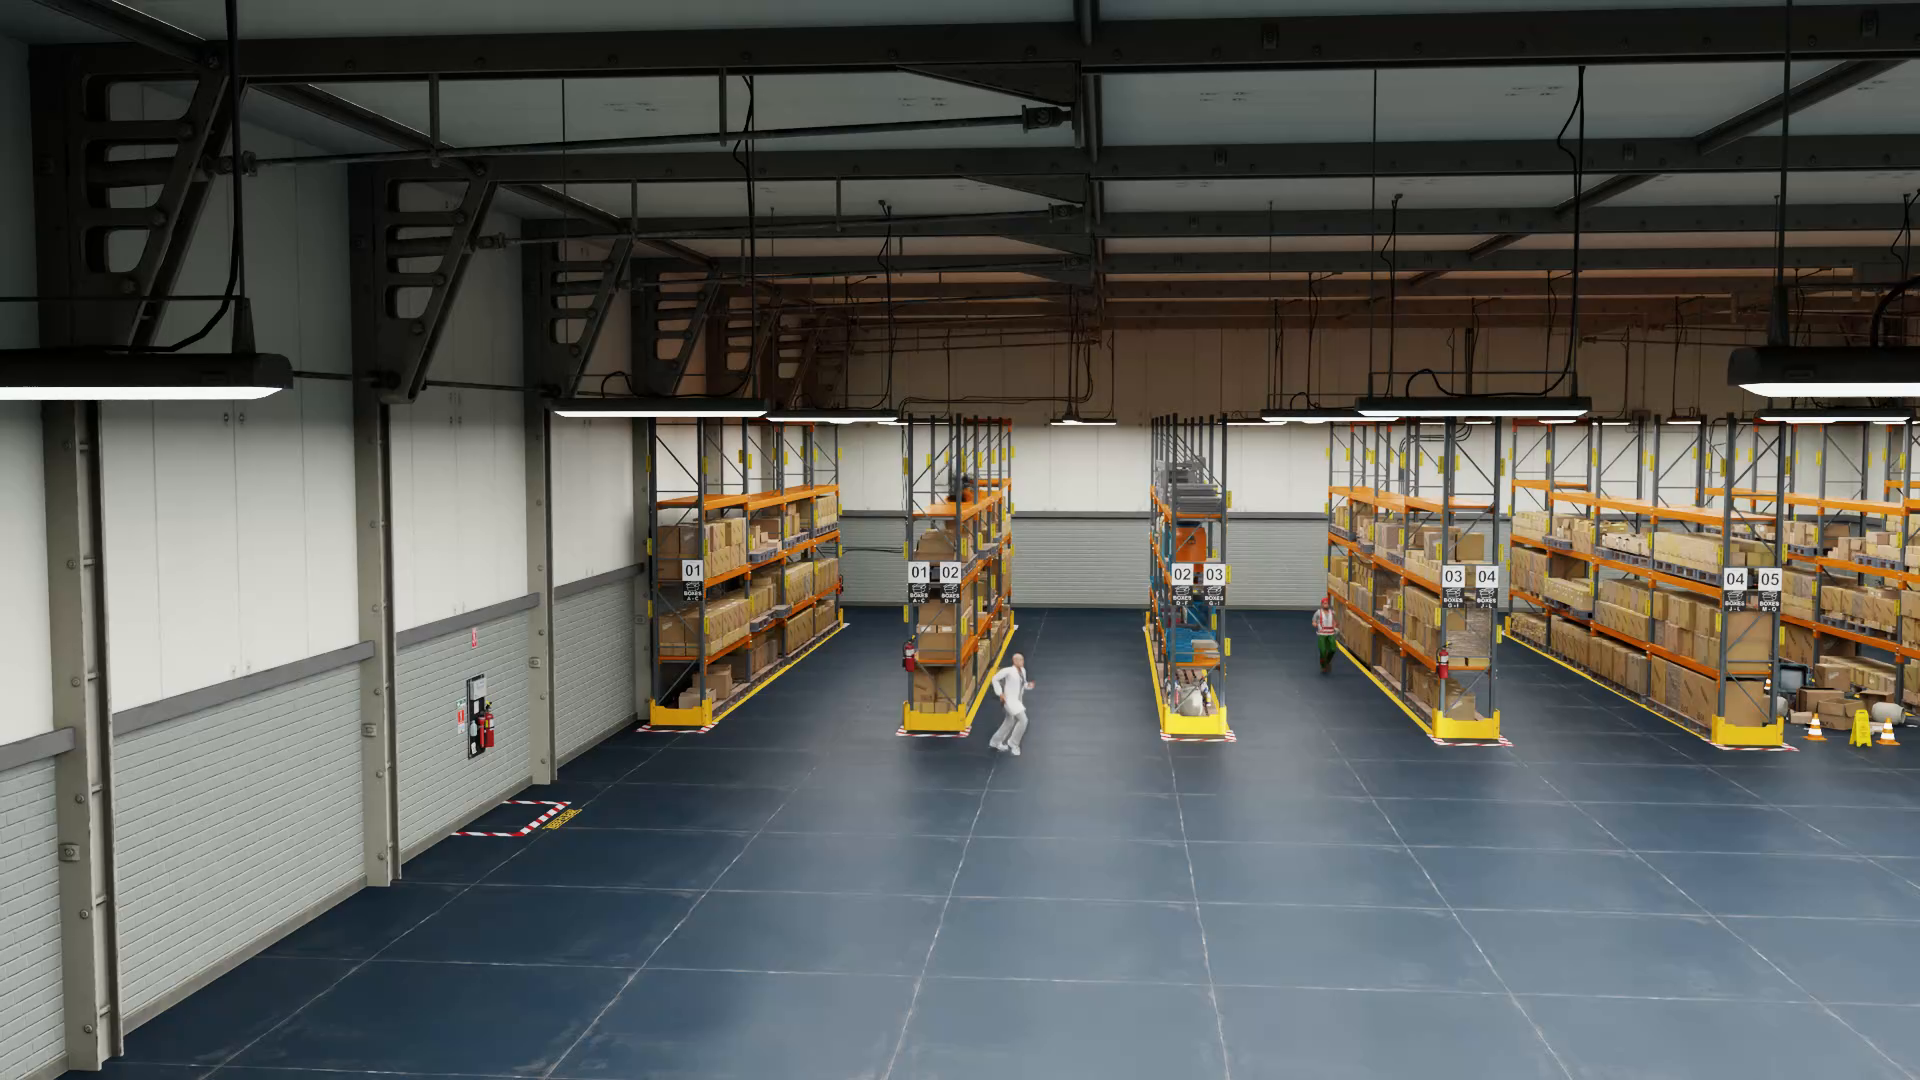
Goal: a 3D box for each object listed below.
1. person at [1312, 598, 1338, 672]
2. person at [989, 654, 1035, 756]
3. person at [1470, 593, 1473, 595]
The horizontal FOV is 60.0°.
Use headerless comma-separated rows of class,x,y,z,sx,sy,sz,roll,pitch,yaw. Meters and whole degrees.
person,8.567,2.224,38.839,0.643,1.741,0.581,0,4,0
person,0.913,2.896,29.189,0.875,1.818,0.663,2,4,28
person,14.134,1.814,46.576,0.558,1.582,0.819,3,5,40
